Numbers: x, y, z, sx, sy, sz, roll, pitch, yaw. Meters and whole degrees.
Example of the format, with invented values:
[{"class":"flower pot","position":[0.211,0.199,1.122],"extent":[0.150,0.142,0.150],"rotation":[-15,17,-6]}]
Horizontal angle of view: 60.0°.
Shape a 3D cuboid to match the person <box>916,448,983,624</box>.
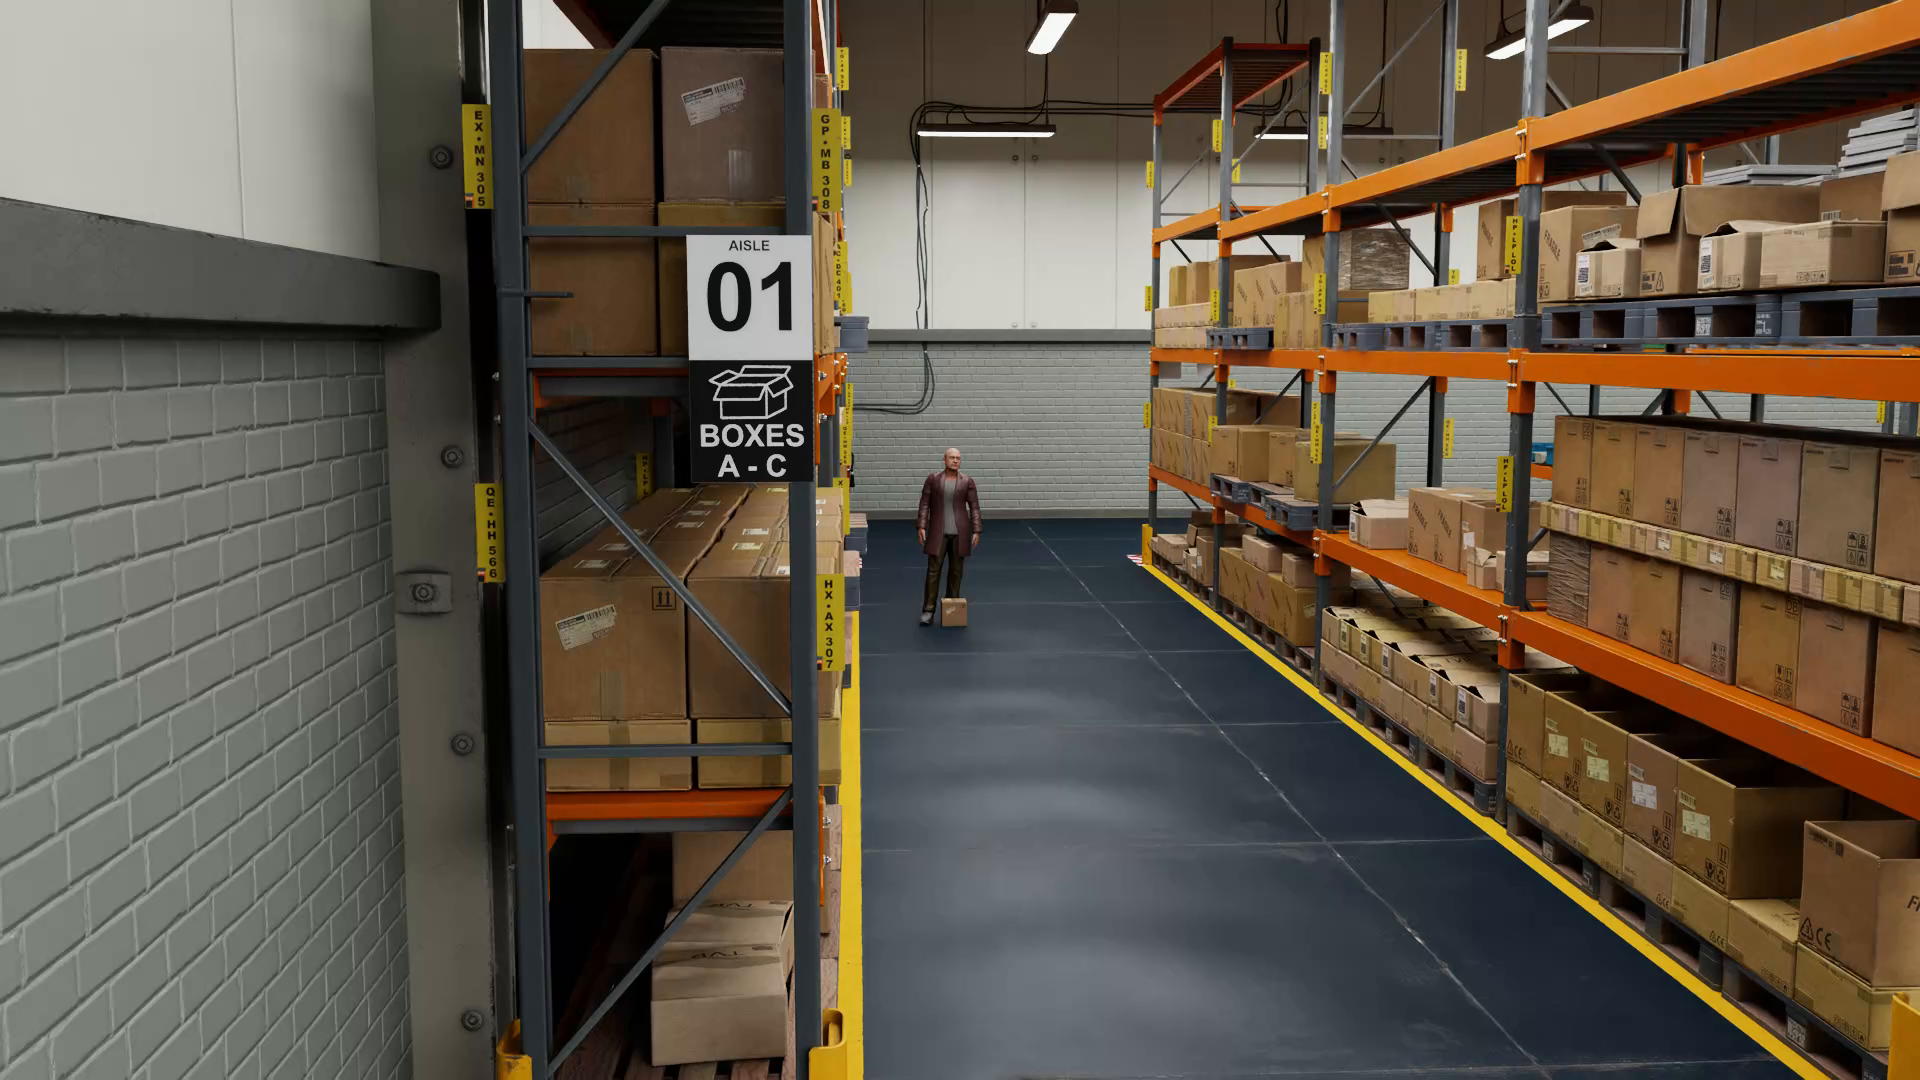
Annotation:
[{"class":"person","position":[-0.107,-0.046,17.122],"extent":[0.695,1.776,0.580],"rotation":[0,7,-3]}]
